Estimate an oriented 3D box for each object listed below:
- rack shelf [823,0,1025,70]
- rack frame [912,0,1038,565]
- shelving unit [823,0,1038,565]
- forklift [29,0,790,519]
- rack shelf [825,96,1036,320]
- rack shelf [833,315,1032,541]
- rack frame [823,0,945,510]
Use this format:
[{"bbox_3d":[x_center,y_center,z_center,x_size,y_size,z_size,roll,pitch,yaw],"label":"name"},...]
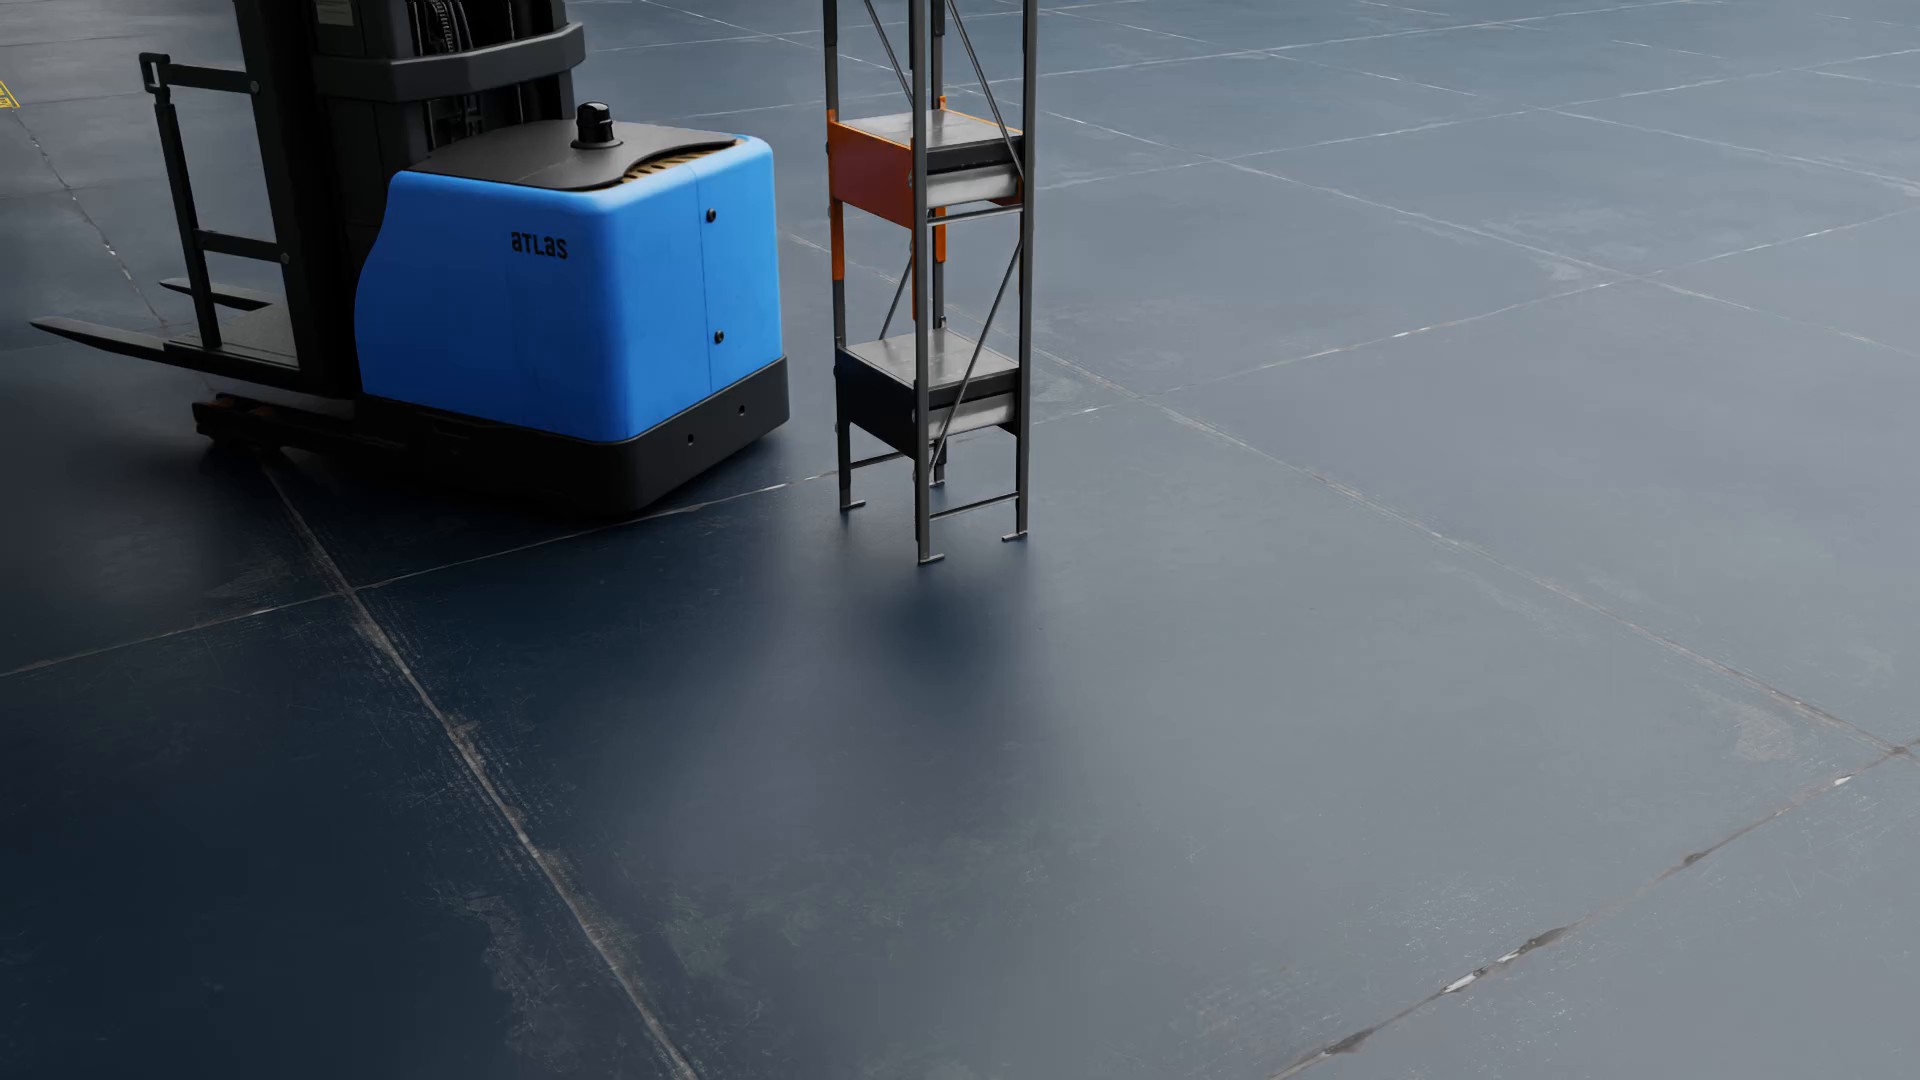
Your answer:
[{"bbox_3d":[-0.090,-1.629,4.634,0.431,0.518,0.480,-16,29,-30],"label":"rack shelf"},{"bbox_3d":[0.043,-0.921,4.742,0.400,2.100,0.015,-16,29,-30],"label":"rack frame"},{"bbox_3d":[-0.090,-1.009,4.927,0.431,2.100,0.503,-16,29,-30],"label":"shelving unit"},{"bbox_3d":[-2.167,-1.817,5.666,3.031,2.935,1.130,12,28,24],"label":"forklift"},{"bbox_3d":[-0.090,-0.996,4.933,0.431,0.518,0.480,-16,29,-30],"label":"rack shelf"},{"bbox_3d":[-0.090,-0.363,5.232,0.431,0.518,0.480,-16,29,-30],"label":"rack shelf"},{"bbox_3d":[-0.224,-1.096,5.112,0.400,2.100,0.015,-16,29,-30],"label":"rack frame"}]
